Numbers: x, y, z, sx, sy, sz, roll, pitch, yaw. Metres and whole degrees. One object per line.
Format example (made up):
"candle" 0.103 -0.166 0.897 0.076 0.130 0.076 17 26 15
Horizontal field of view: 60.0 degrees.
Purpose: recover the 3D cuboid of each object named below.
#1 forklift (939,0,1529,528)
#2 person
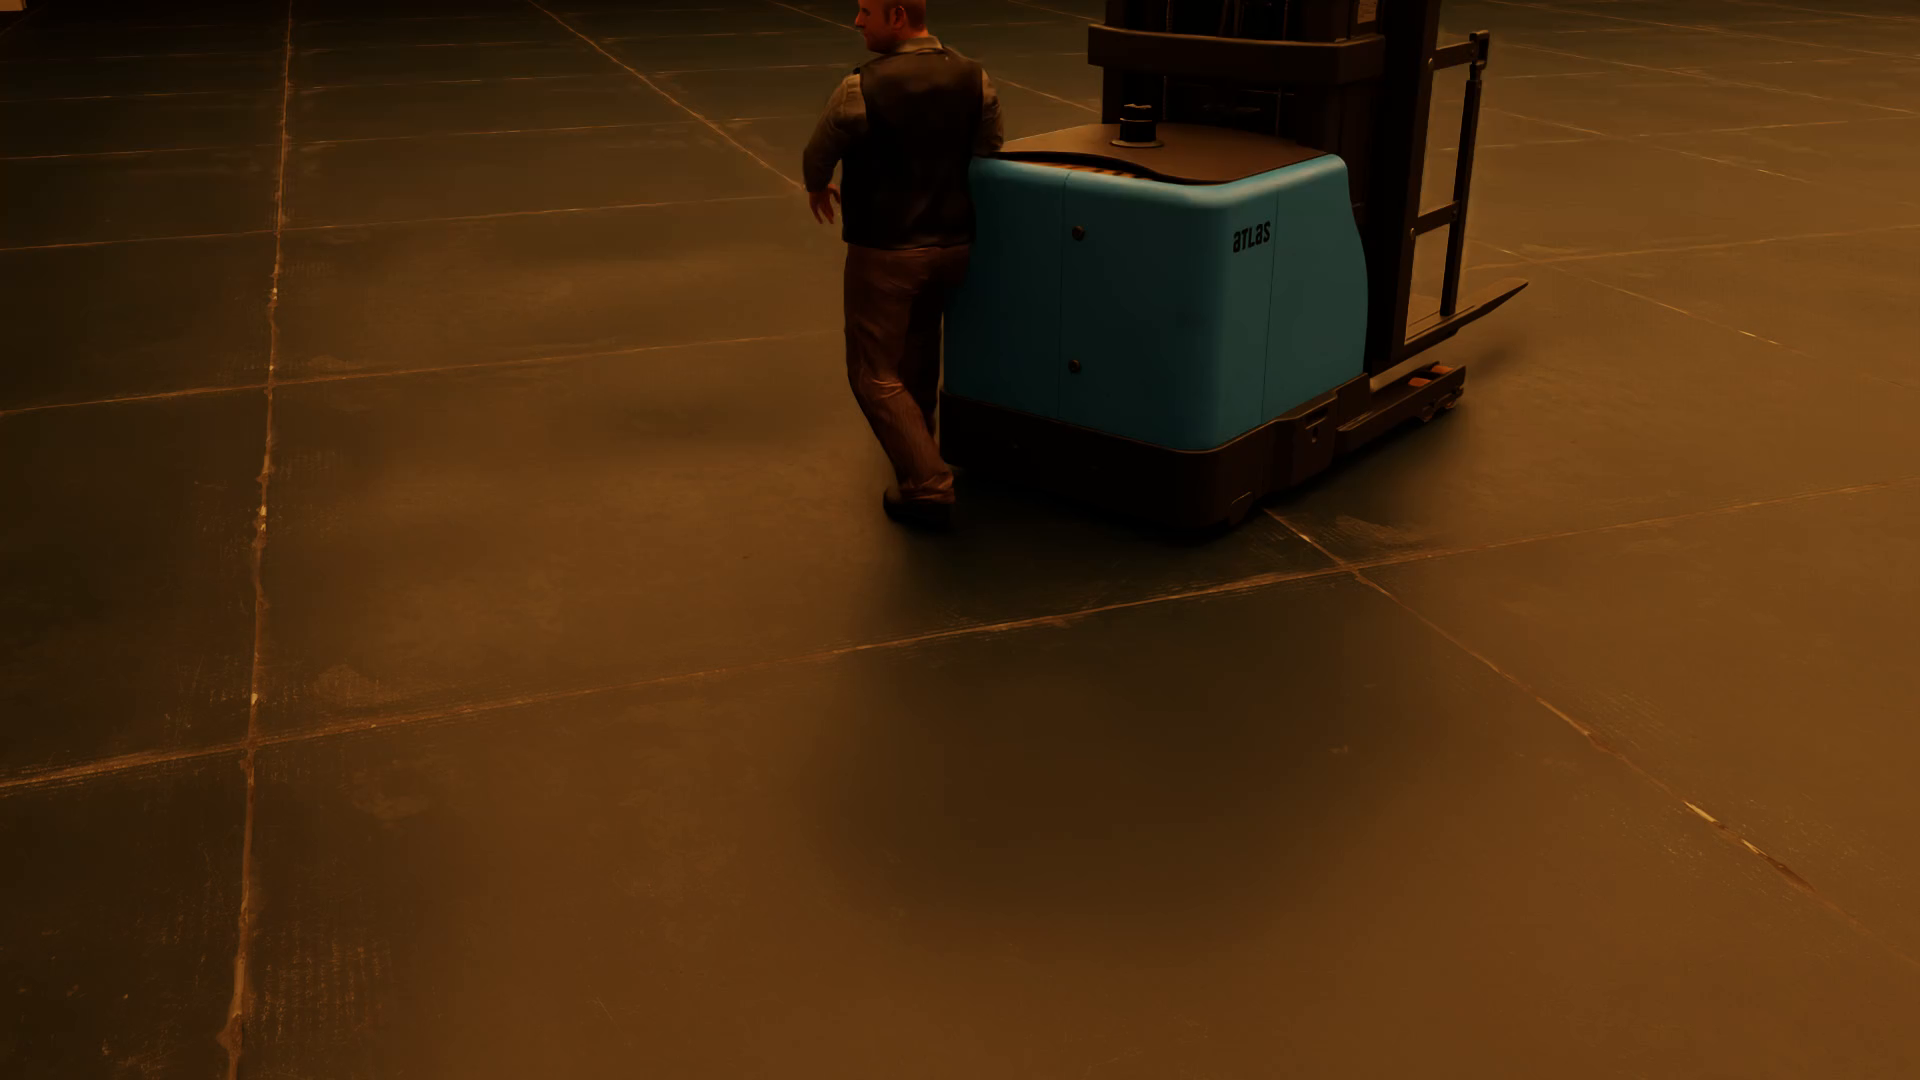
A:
"forklift" 1.244 -1.889 5.789 1.130 2.935 3.031 17 28 35
"person" -0.138 -0.942 5.230 0.684 1.656 0.831 -17 28 -35
